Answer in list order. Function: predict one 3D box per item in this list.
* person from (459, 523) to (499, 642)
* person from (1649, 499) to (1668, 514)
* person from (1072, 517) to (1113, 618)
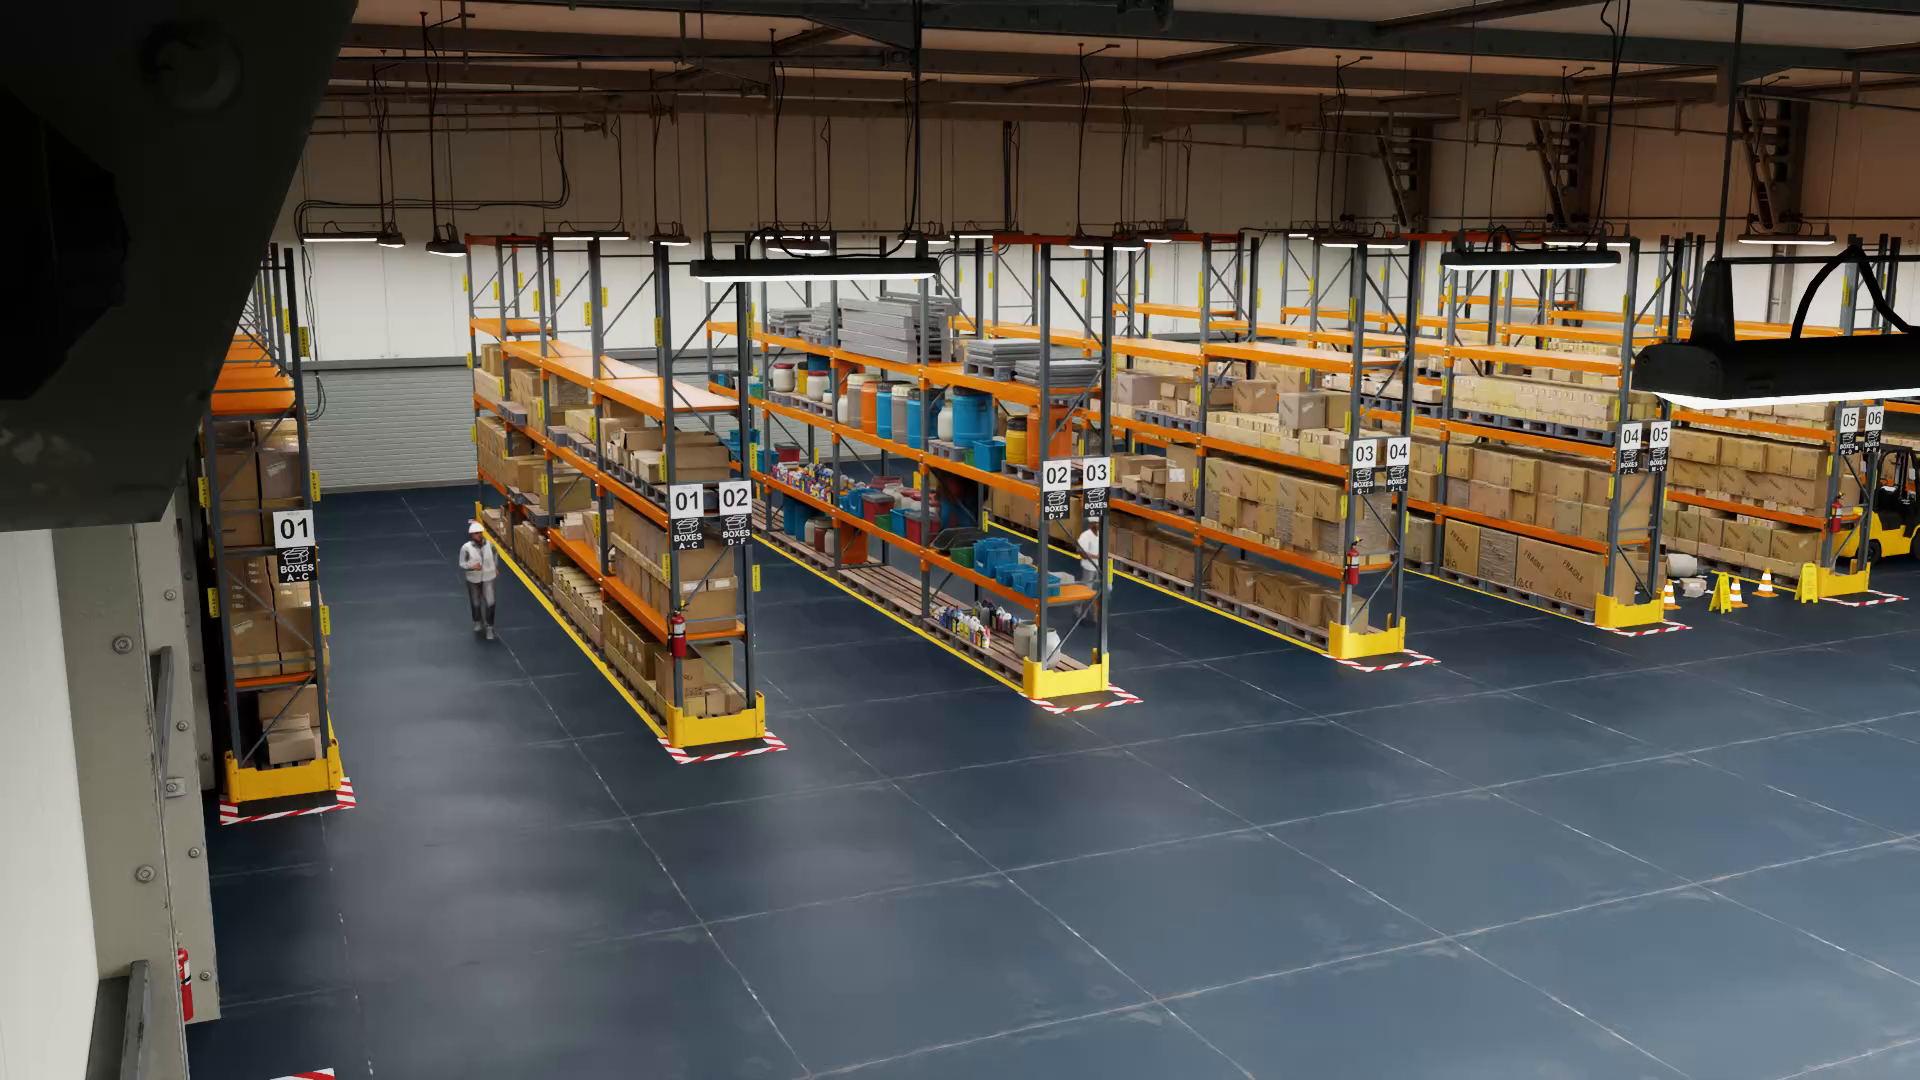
[{"bbox_3d":[-7.284,0.631,25.252,0.600,1.825,0.834,-4,12,-21],"label":"person"},{"bbox_3d":[14.303,-0.999,33.741,0.659,1.737,0.822,-6,13,-30],"label":"person"},{"bbox_3d":[2.119,0.457,26.169,0.681,1.810,0.826,-9,14,-38],"label":"person"}]
